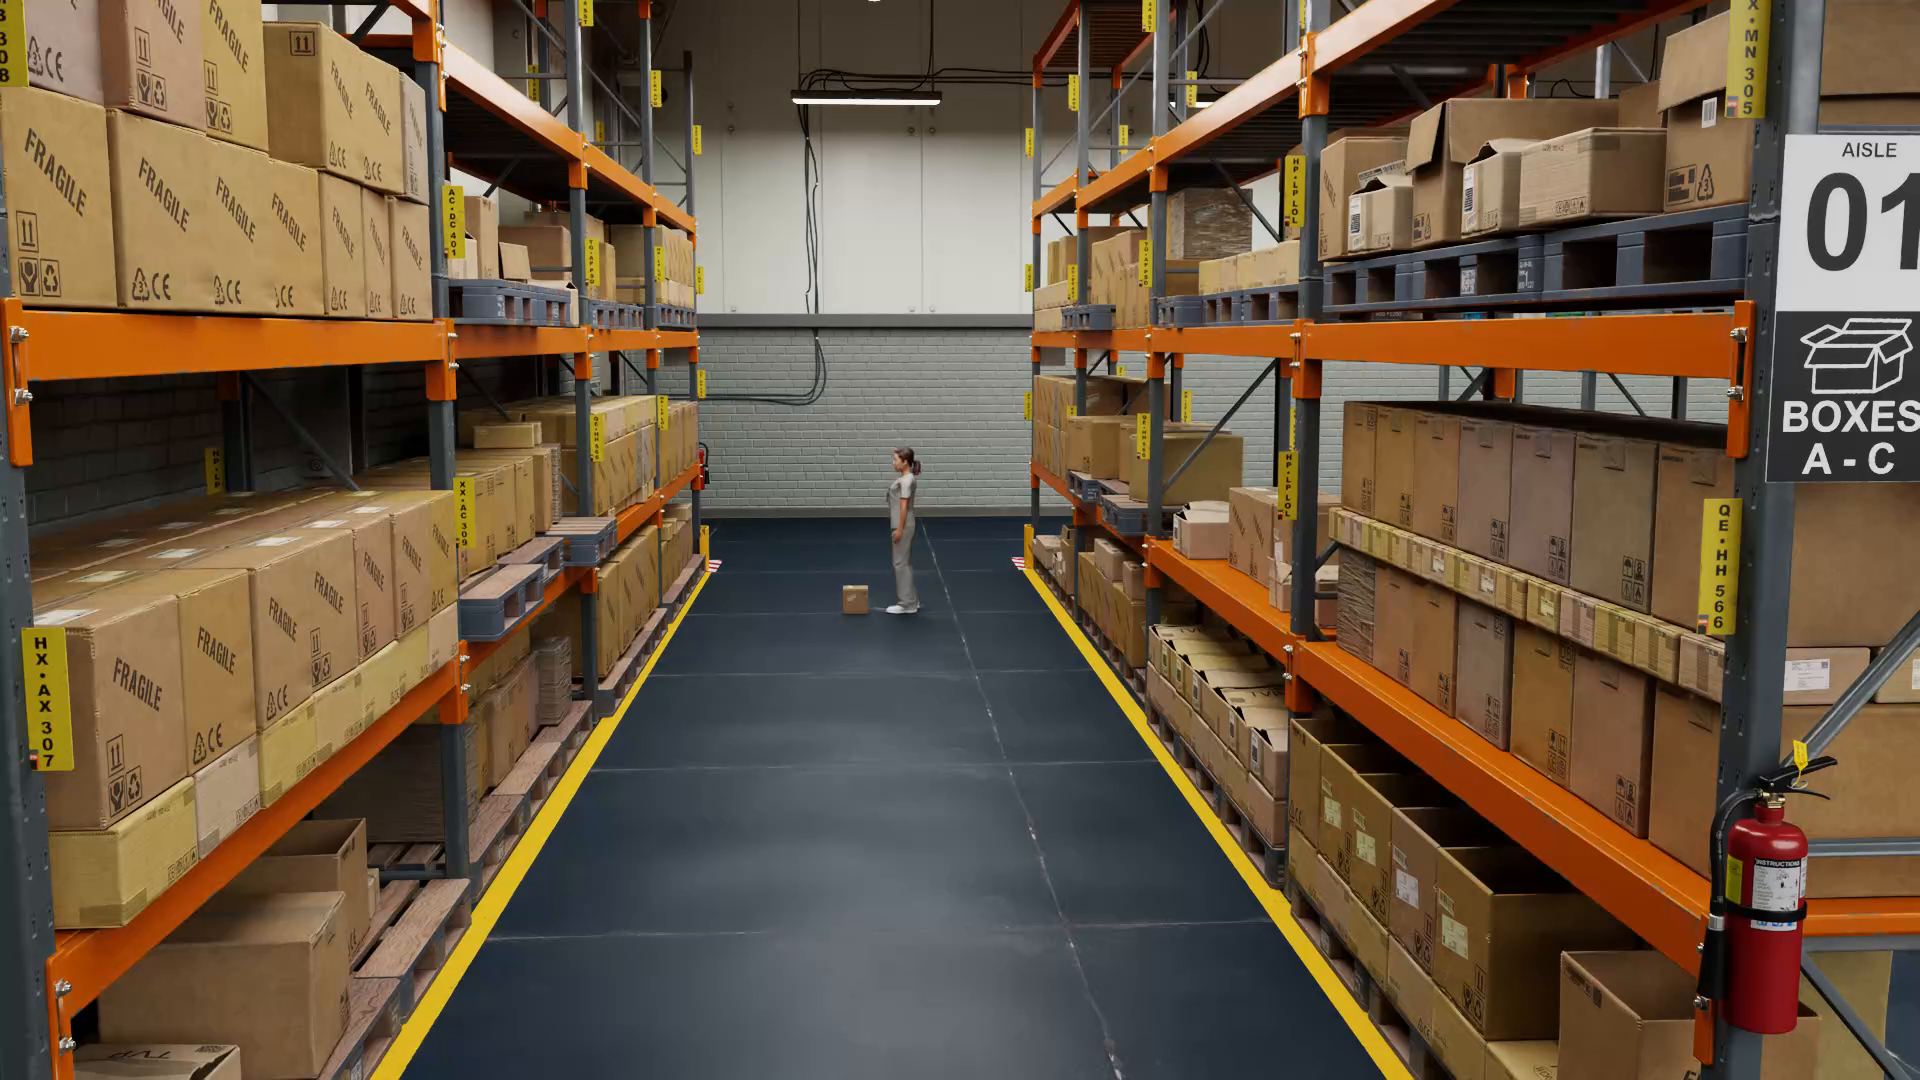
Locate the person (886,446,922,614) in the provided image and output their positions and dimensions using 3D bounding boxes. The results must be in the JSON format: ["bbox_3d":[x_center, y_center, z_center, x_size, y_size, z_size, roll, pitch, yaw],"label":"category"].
[{"bbox_3d":[-0.558,-0.099,16.640,0.363,1.681,0.438,0,7,-3],"label":"person"}]
